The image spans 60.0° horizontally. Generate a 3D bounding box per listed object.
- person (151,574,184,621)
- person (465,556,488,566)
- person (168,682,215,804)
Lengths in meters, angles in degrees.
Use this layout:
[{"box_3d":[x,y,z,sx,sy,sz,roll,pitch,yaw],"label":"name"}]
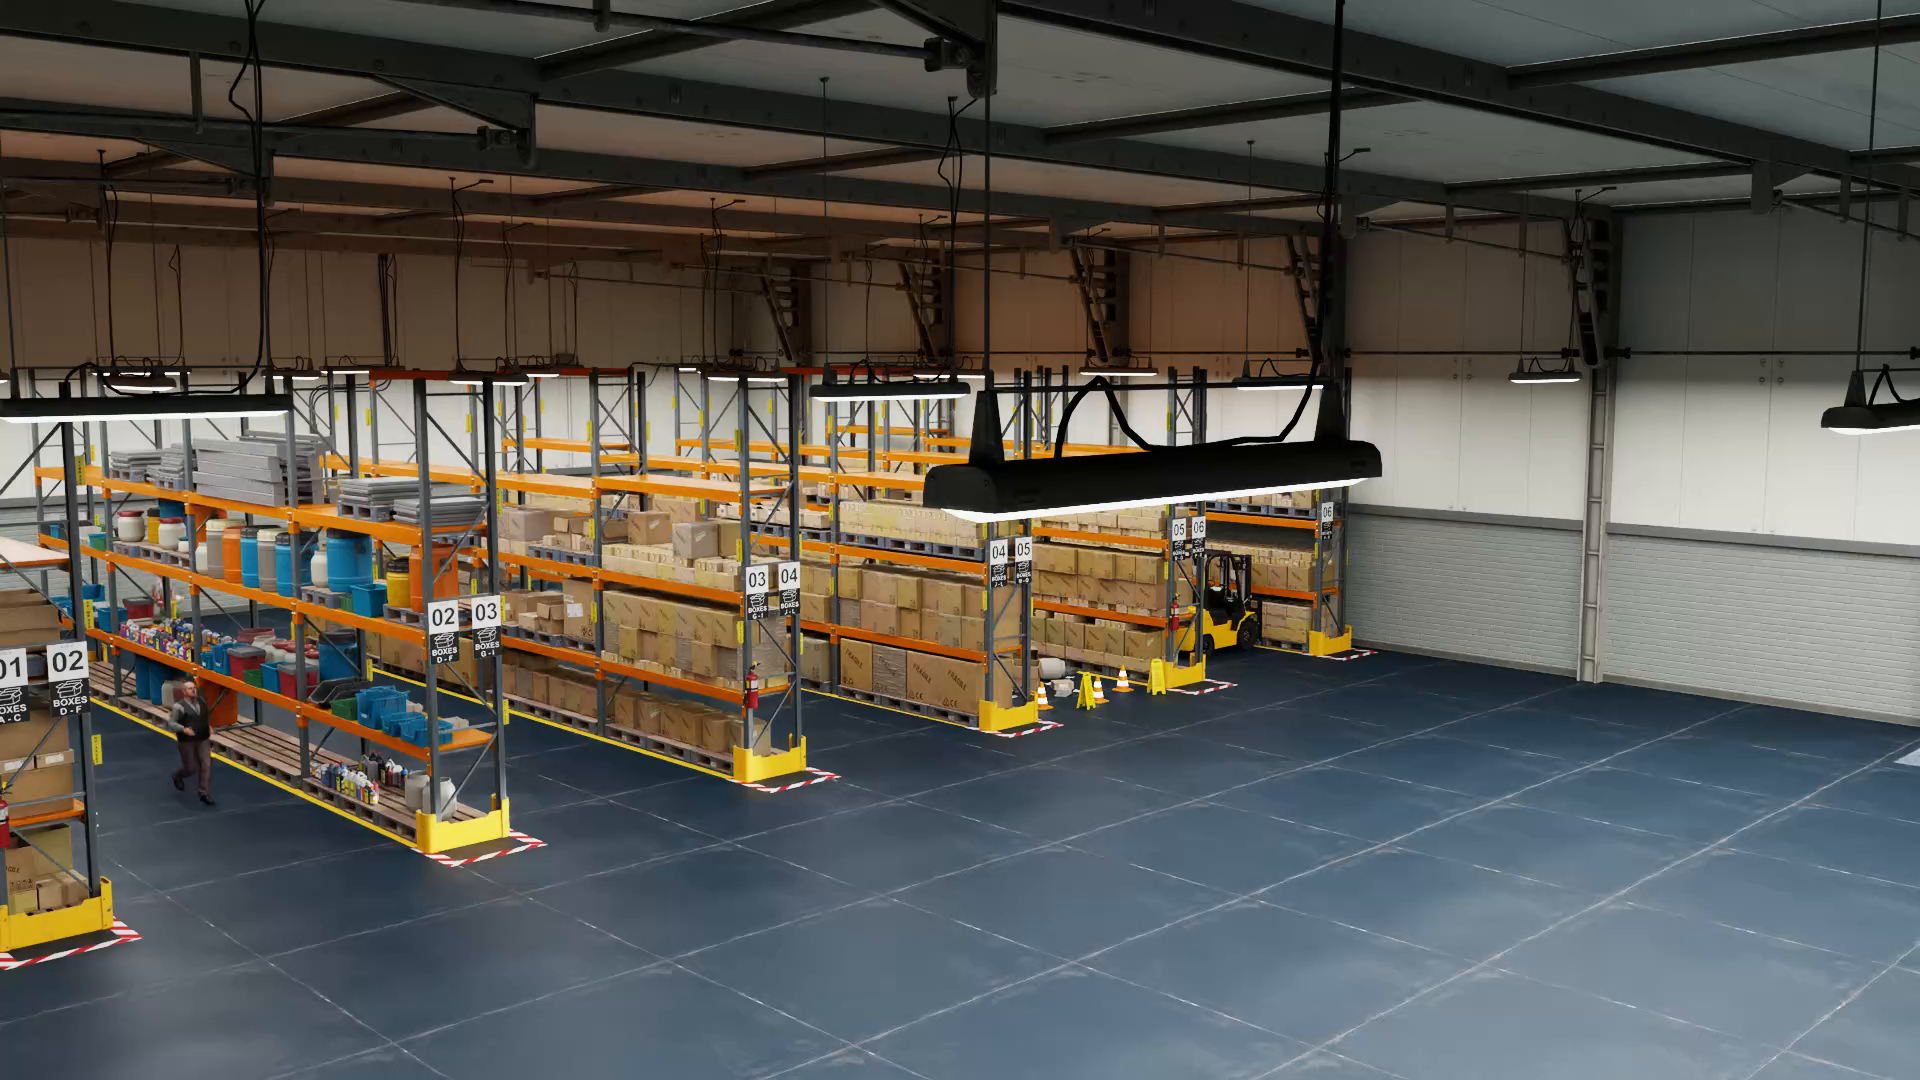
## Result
[{"box_3d":[-16.911,1.441,35.533,0.619,1.745,0.643,-4,7,-30],"label":"person"},{"box_3d":[-11.736,0.990,39.983,0.752,1.690,0.561,4,8,32],"label":"person"},{"box_3d":[-10.834,2.845,23.454,0.882,1.714,0.633,5,8,36],"label":"person"}]
